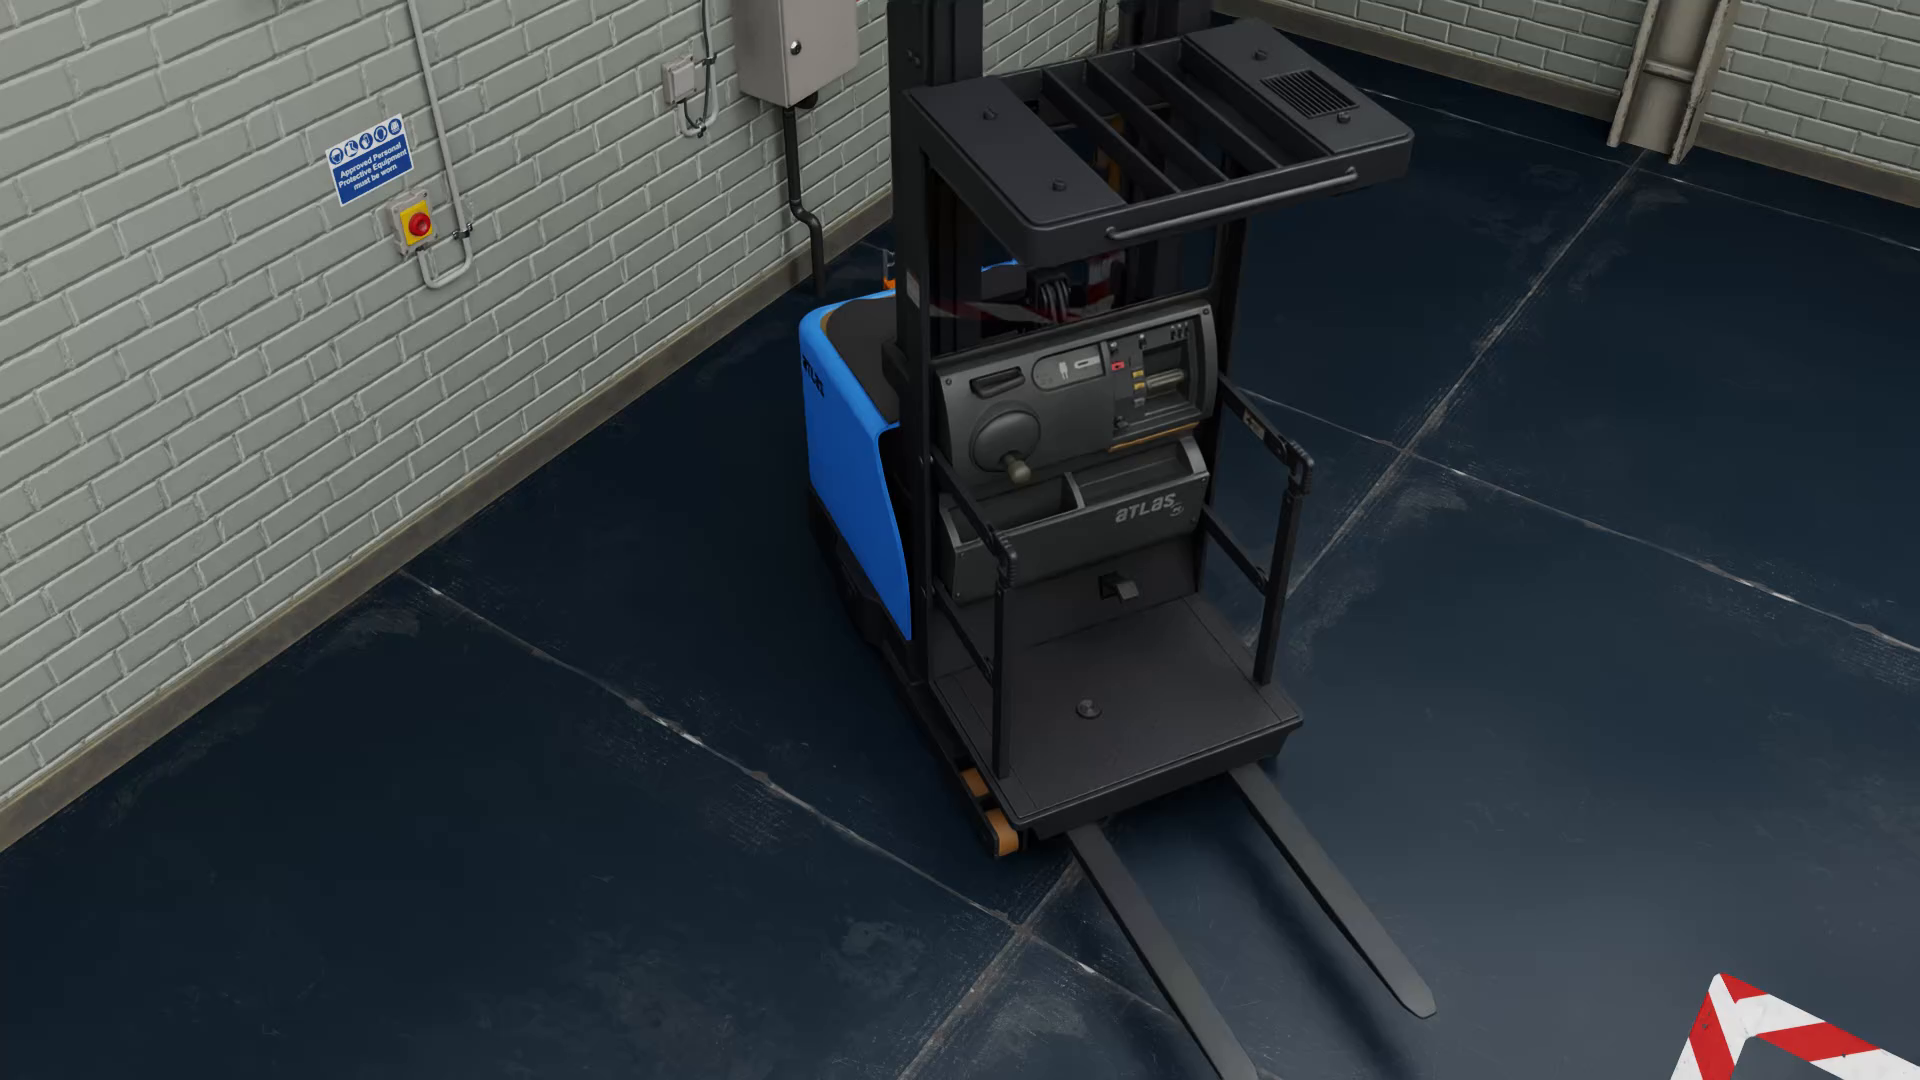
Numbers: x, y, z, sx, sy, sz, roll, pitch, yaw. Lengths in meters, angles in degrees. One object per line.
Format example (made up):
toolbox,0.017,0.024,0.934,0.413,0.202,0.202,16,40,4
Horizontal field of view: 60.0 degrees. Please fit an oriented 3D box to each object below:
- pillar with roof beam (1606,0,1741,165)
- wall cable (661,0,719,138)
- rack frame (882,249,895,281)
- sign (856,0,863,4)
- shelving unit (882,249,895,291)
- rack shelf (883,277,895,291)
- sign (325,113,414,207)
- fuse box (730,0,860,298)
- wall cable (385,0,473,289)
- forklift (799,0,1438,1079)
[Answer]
pillar with roof beam,1.348,-3.197,3.574,0.400,9.000,9.100,25,48,25
wall cable,-1.162,-2.379,6.397,0.122,1.984,0.588,25,48,25
rack frame,-0.208,-0.757,6.809,0.200,1.050,0.008,-17,45,-18
sign,-0.527,-2.626,7.507,0.001,0.494,0.329,25,48,25
shelving unit,-0.157,-0.683,6.727,0.215,1.050,0.252,-17,45,-18
rack shelf,-0.157,-0.887,6.544,0.215,0.259,0.240,-17,45,-18
sign,-2.045,-1.319,5.772,0.001,0.218,0.327,25,48,25
fuse box,-0.641,-1.833,7.515,0.414,1.711,0.539,25,48,25
wall cable,-1.967,-1.612,5.517,0.123,1.953,0.585,25,48,25
forklift,0.467,-0.369,4.964,1.130,2.935,3.031,-17,45,-18
